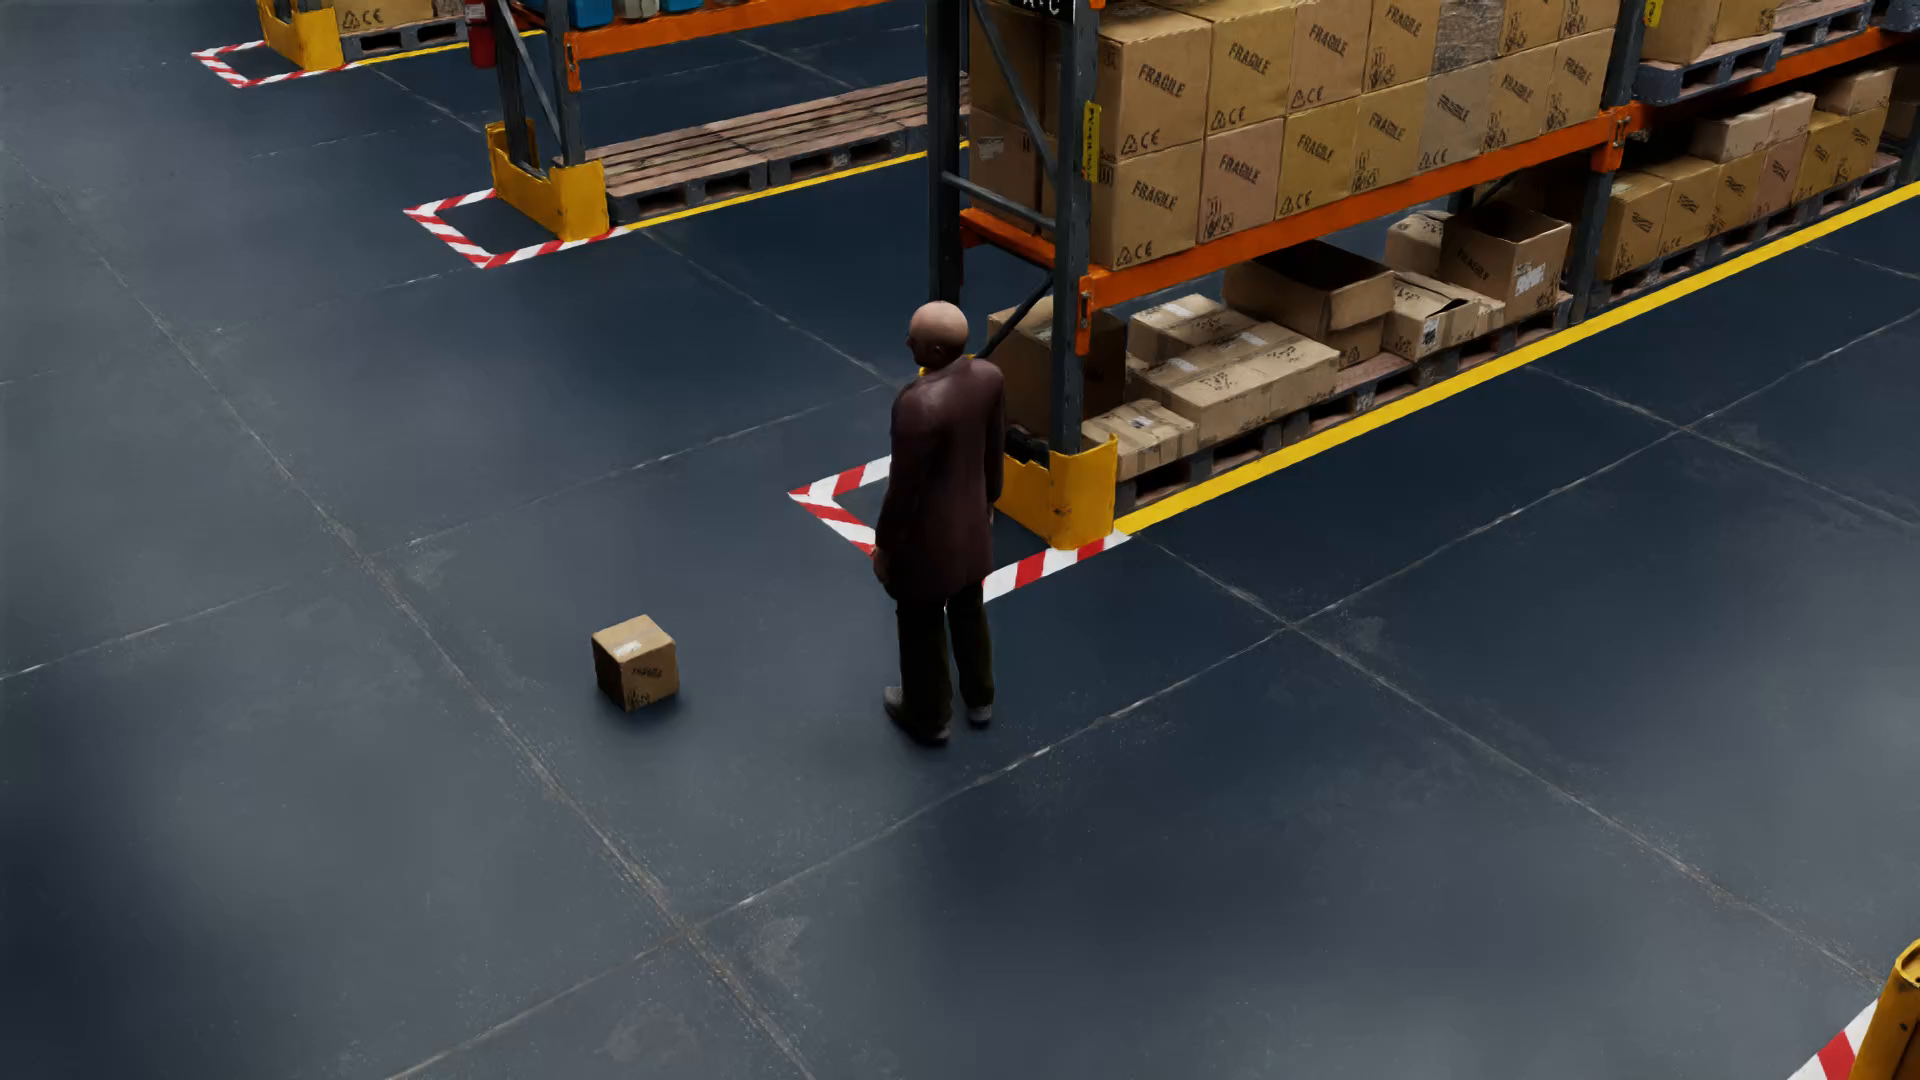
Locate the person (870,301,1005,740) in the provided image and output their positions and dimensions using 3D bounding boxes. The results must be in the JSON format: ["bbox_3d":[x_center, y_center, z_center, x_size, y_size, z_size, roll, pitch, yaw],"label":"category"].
[{"bbox_3d":[-0.095,-0.072,6.210,0.421,1.791,0.659,24,39,34],"label":"person"}]
